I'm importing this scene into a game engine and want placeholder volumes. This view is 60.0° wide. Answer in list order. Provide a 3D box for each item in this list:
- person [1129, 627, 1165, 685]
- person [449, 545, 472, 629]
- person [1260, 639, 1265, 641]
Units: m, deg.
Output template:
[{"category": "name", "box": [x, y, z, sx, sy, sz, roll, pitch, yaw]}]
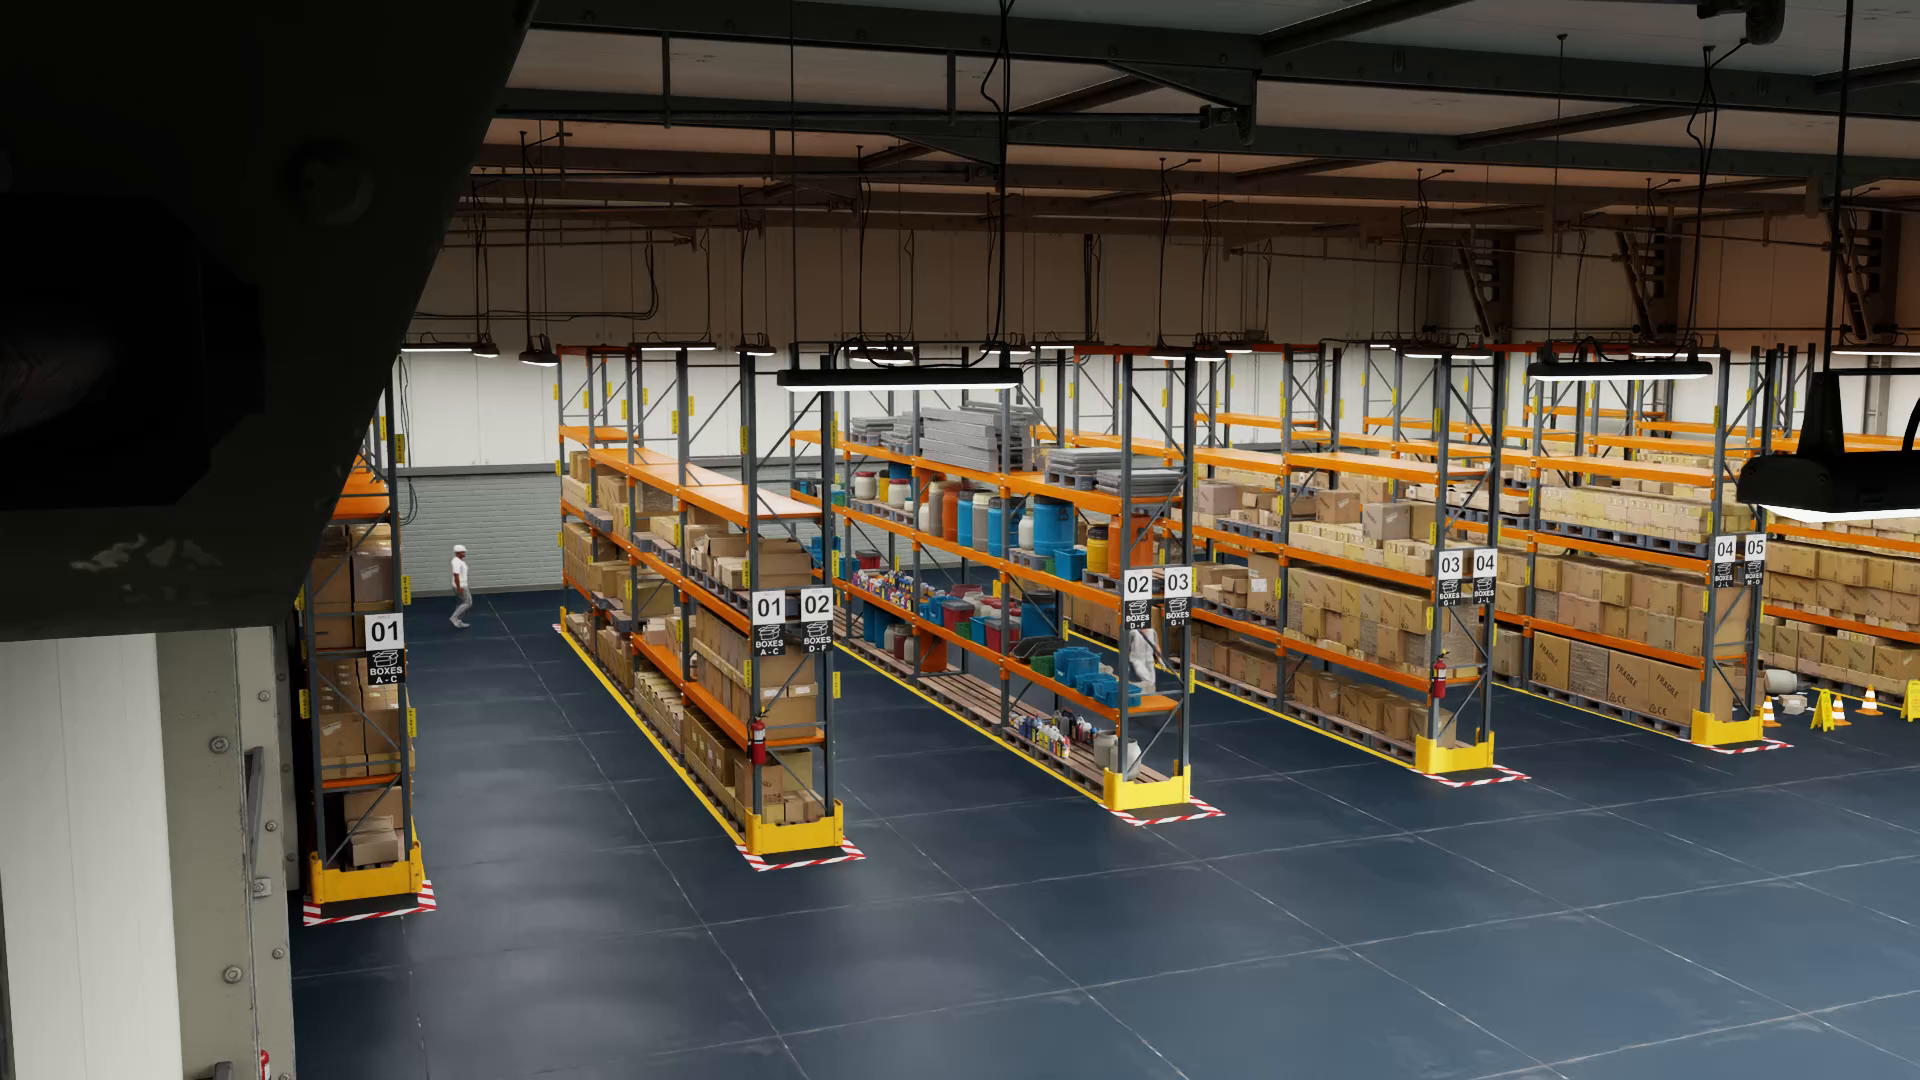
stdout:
[{"category": "person", "box": [2.975, 1.895, 26.647, 0.565, 1.577, 0.997, -3, 8, -24]}, {"category": "person", "box": [-10.581, 0.982, 35.119, 0.481, 1.763, 0.605, -3, 8, -25]}, {"category": "person", "box": [6.302, 1.253, 33.839, 0.372, 1.612, 0.446, 5, 9, 35]}]
